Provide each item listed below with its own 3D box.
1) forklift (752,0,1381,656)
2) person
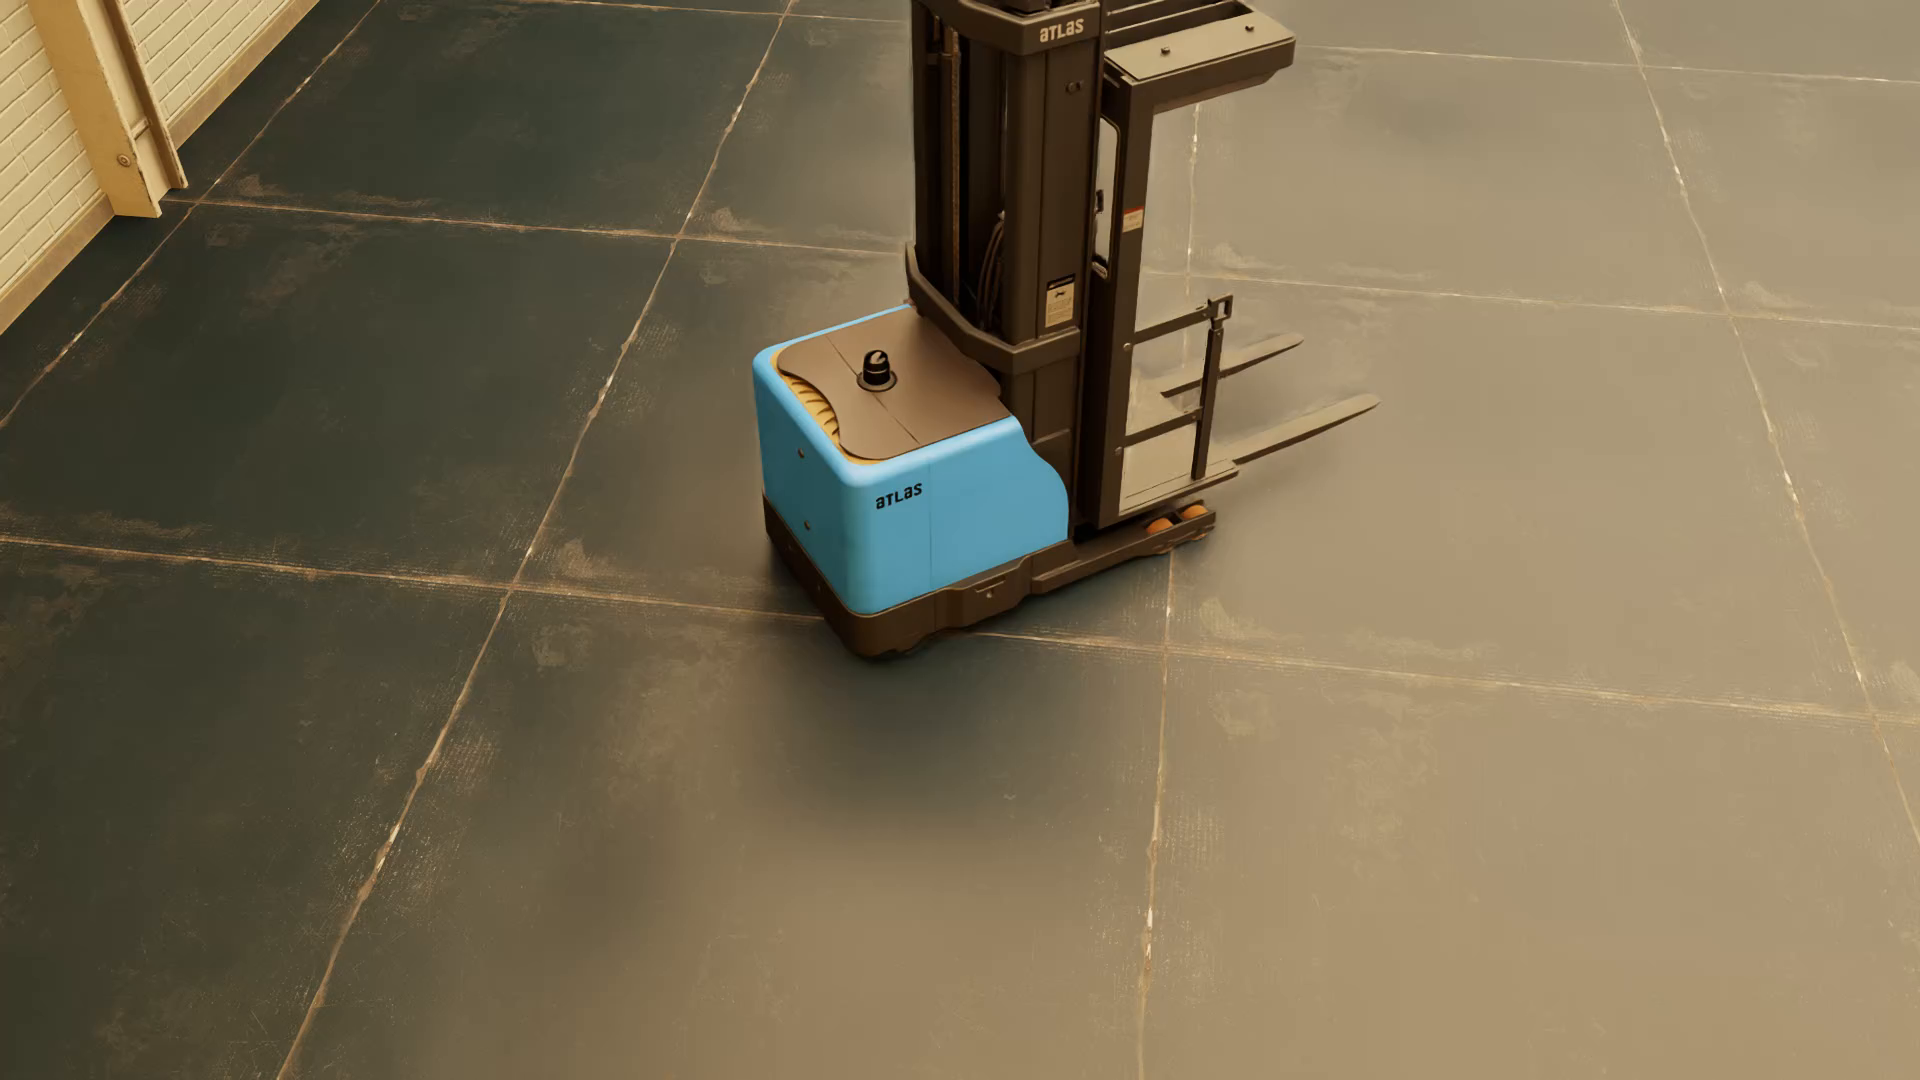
[{"bbox_3d":[0.625,-1.307,7.147,3.031,2.935,1.130,-21,46,-21],"label":"forklift"},{"bbox_3d":[0.221,-1.650,8.536,0.815,1.517,0.903,-23,47,-23],"label":"person"}]
